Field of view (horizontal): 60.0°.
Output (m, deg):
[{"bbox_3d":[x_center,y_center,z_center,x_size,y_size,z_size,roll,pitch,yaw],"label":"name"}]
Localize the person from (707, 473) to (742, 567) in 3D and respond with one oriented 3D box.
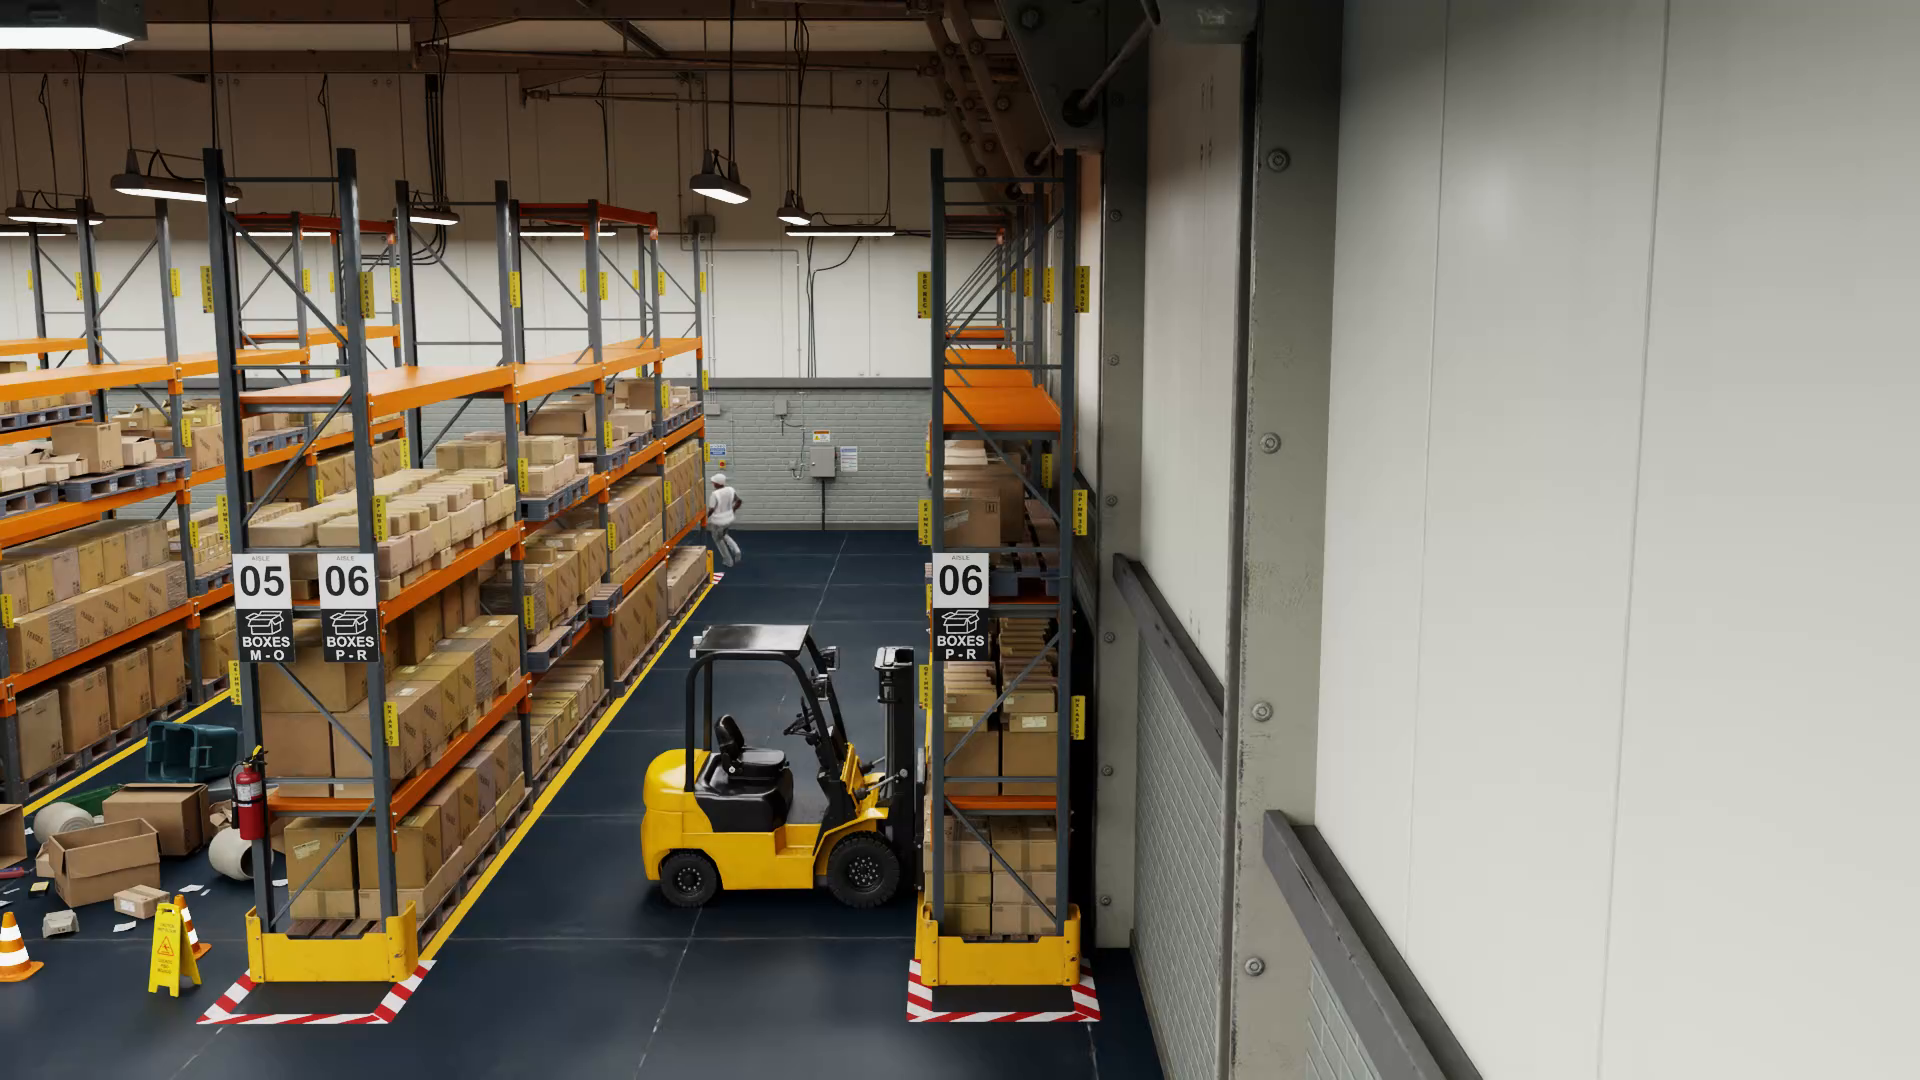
[{"bbox_3d":[-4.242,-0.351,29.311,0.531,1.700,0.739,8,12,42],"label":"person"}]
